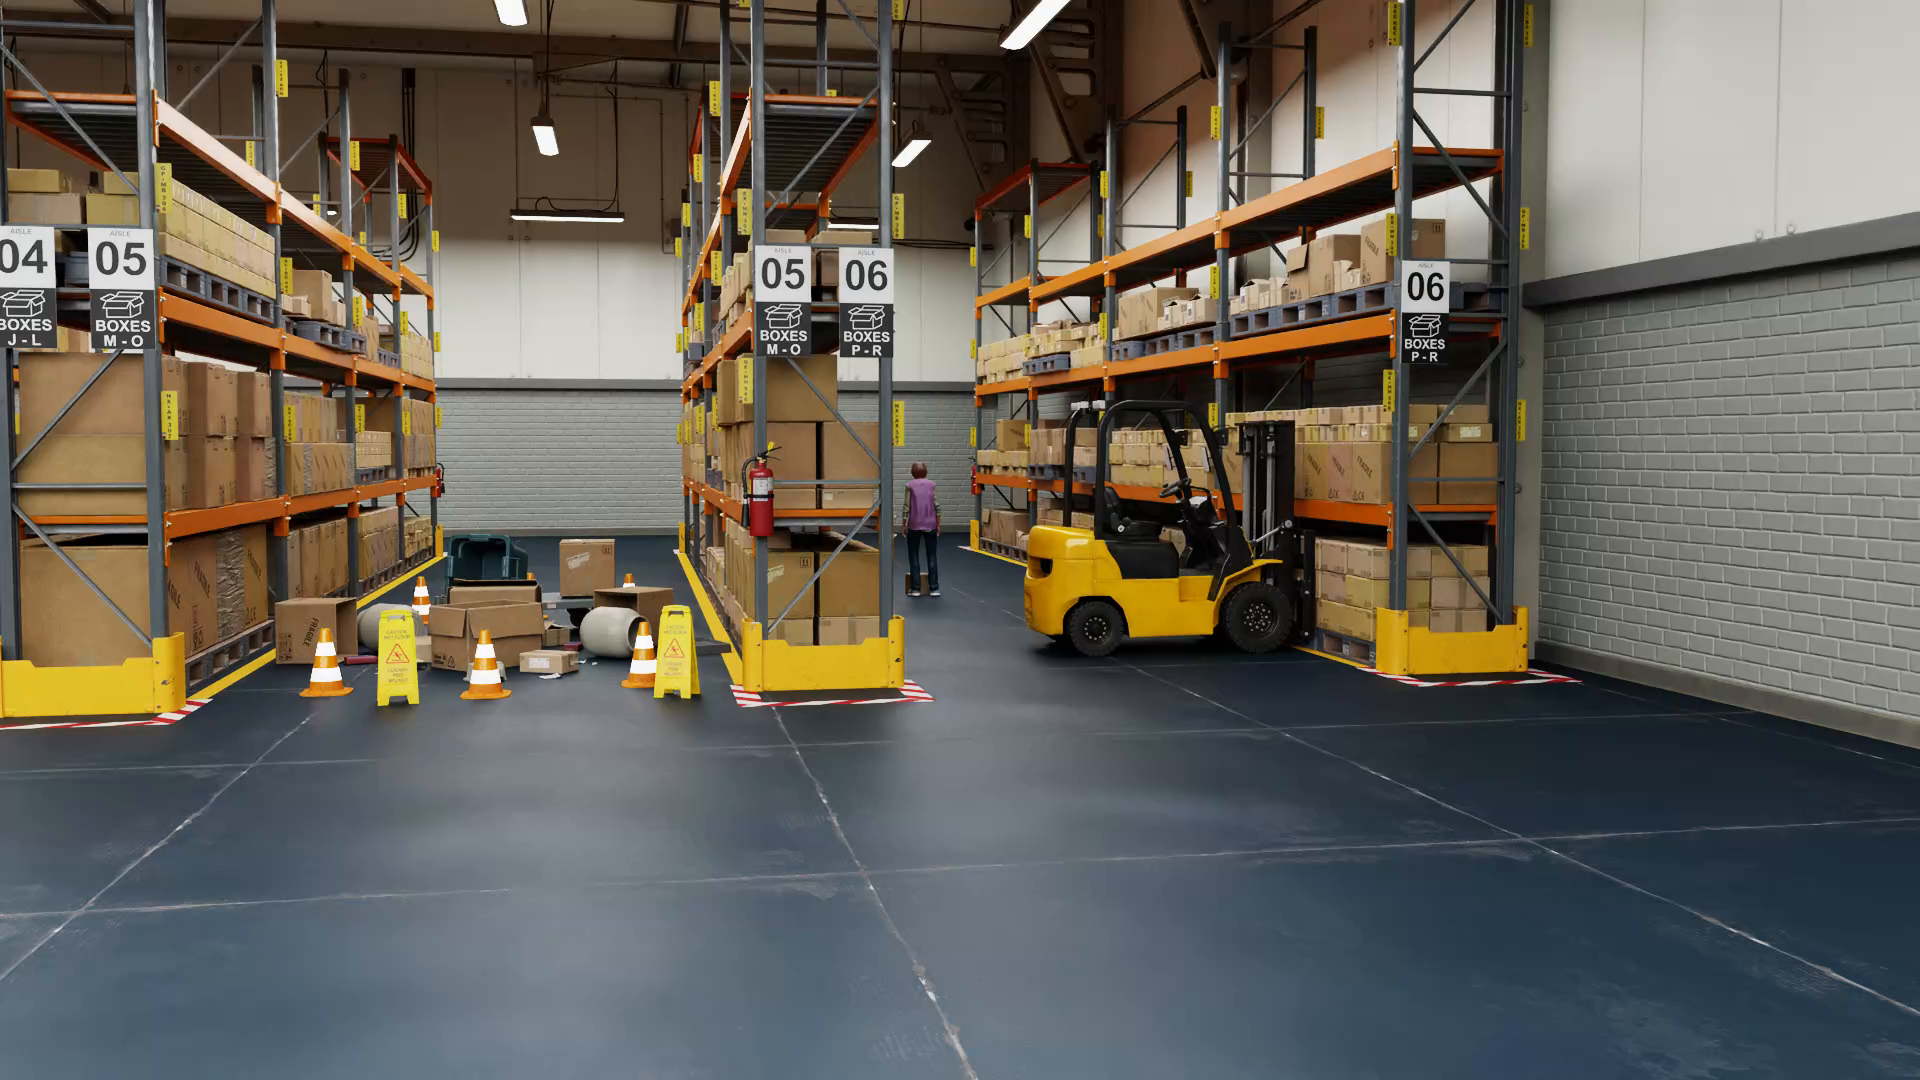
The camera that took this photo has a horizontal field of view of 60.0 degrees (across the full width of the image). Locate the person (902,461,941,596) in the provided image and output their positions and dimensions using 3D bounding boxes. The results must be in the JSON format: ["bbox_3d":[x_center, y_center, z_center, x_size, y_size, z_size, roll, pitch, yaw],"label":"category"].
[{"bbox_3d":[-0.455,-0.131,19.610,0.470,1.591,0.366,-1,3,-12],"label":"person"}]
